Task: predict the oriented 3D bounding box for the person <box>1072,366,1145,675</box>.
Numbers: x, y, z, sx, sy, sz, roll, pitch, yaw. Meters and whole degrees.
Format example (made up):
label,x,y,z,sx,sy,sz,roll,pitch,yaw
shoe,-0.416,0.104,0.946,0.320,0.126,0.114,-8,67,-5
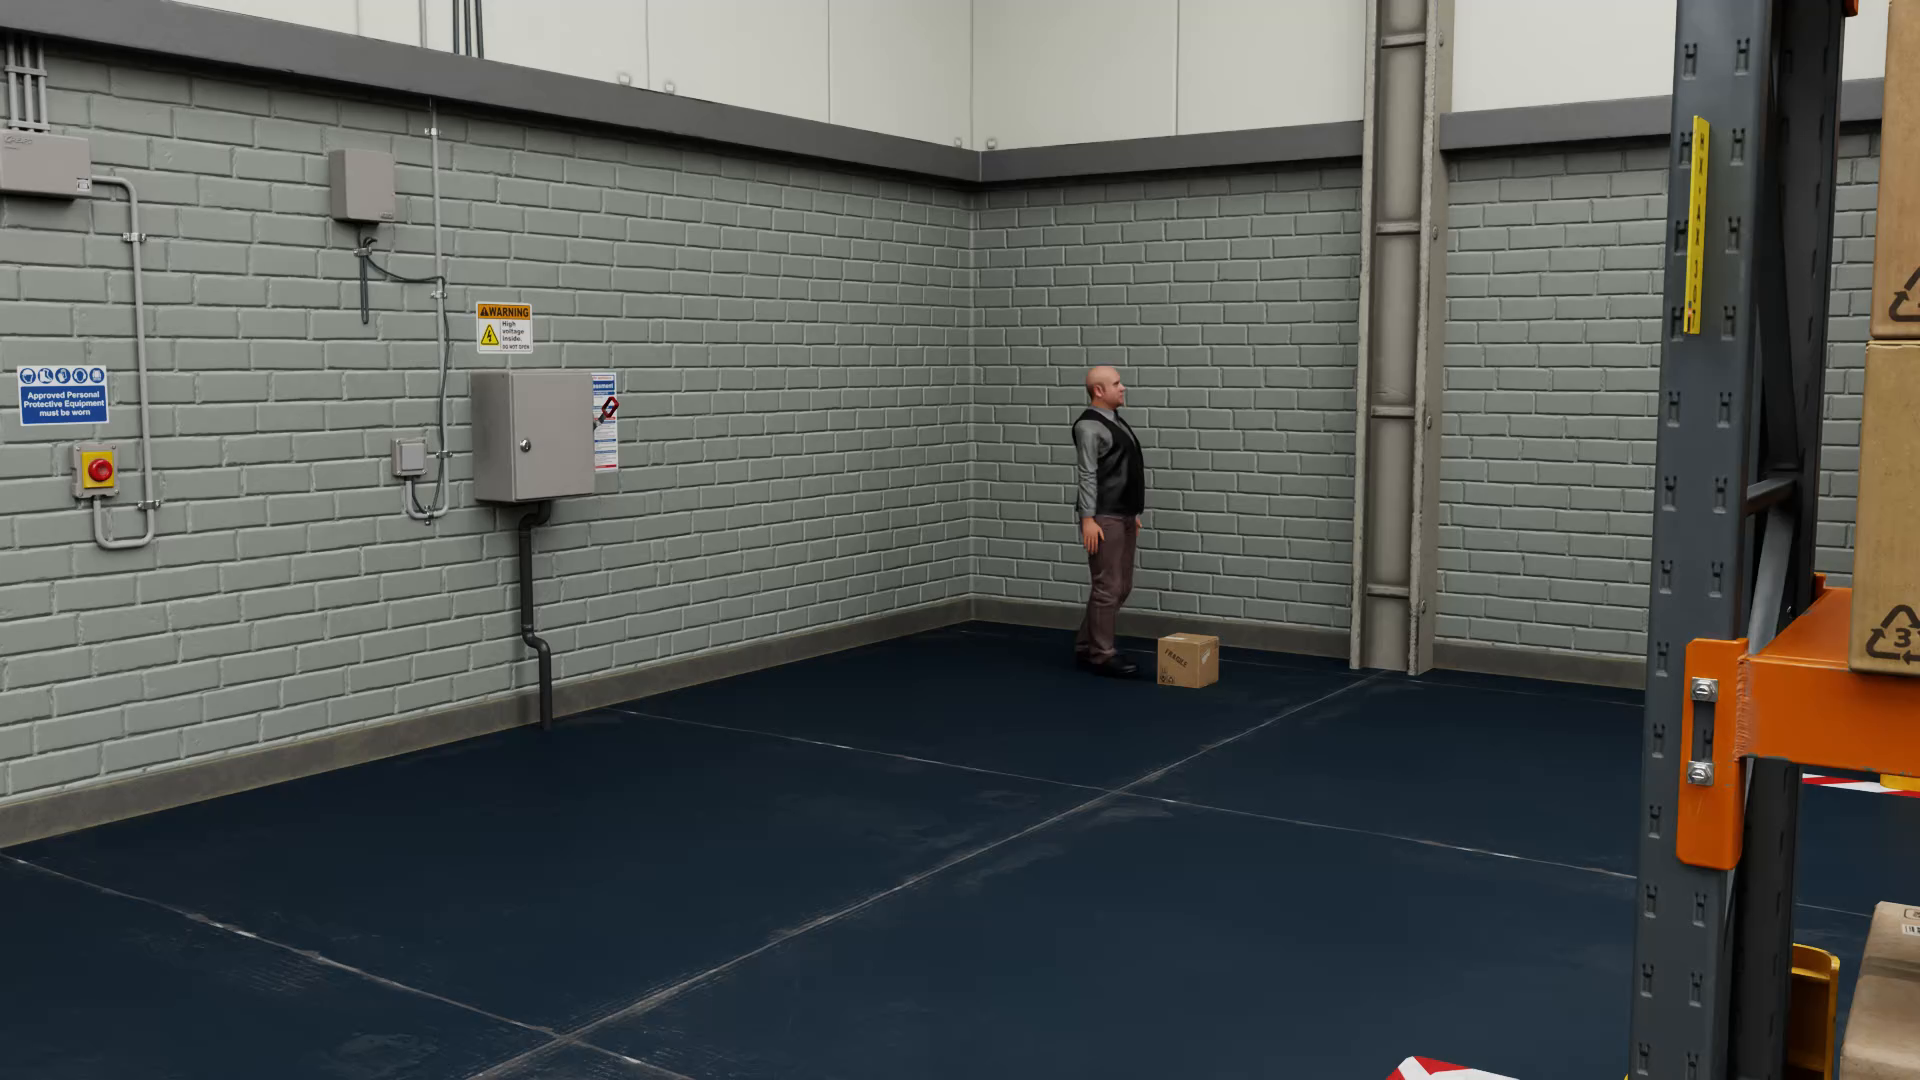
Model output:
label,x,y,z,sx,sy,sz,roll,pitch,yaw
person,0.834,-0.110,9.312,0.448,1.722,0.561,3,7,23
